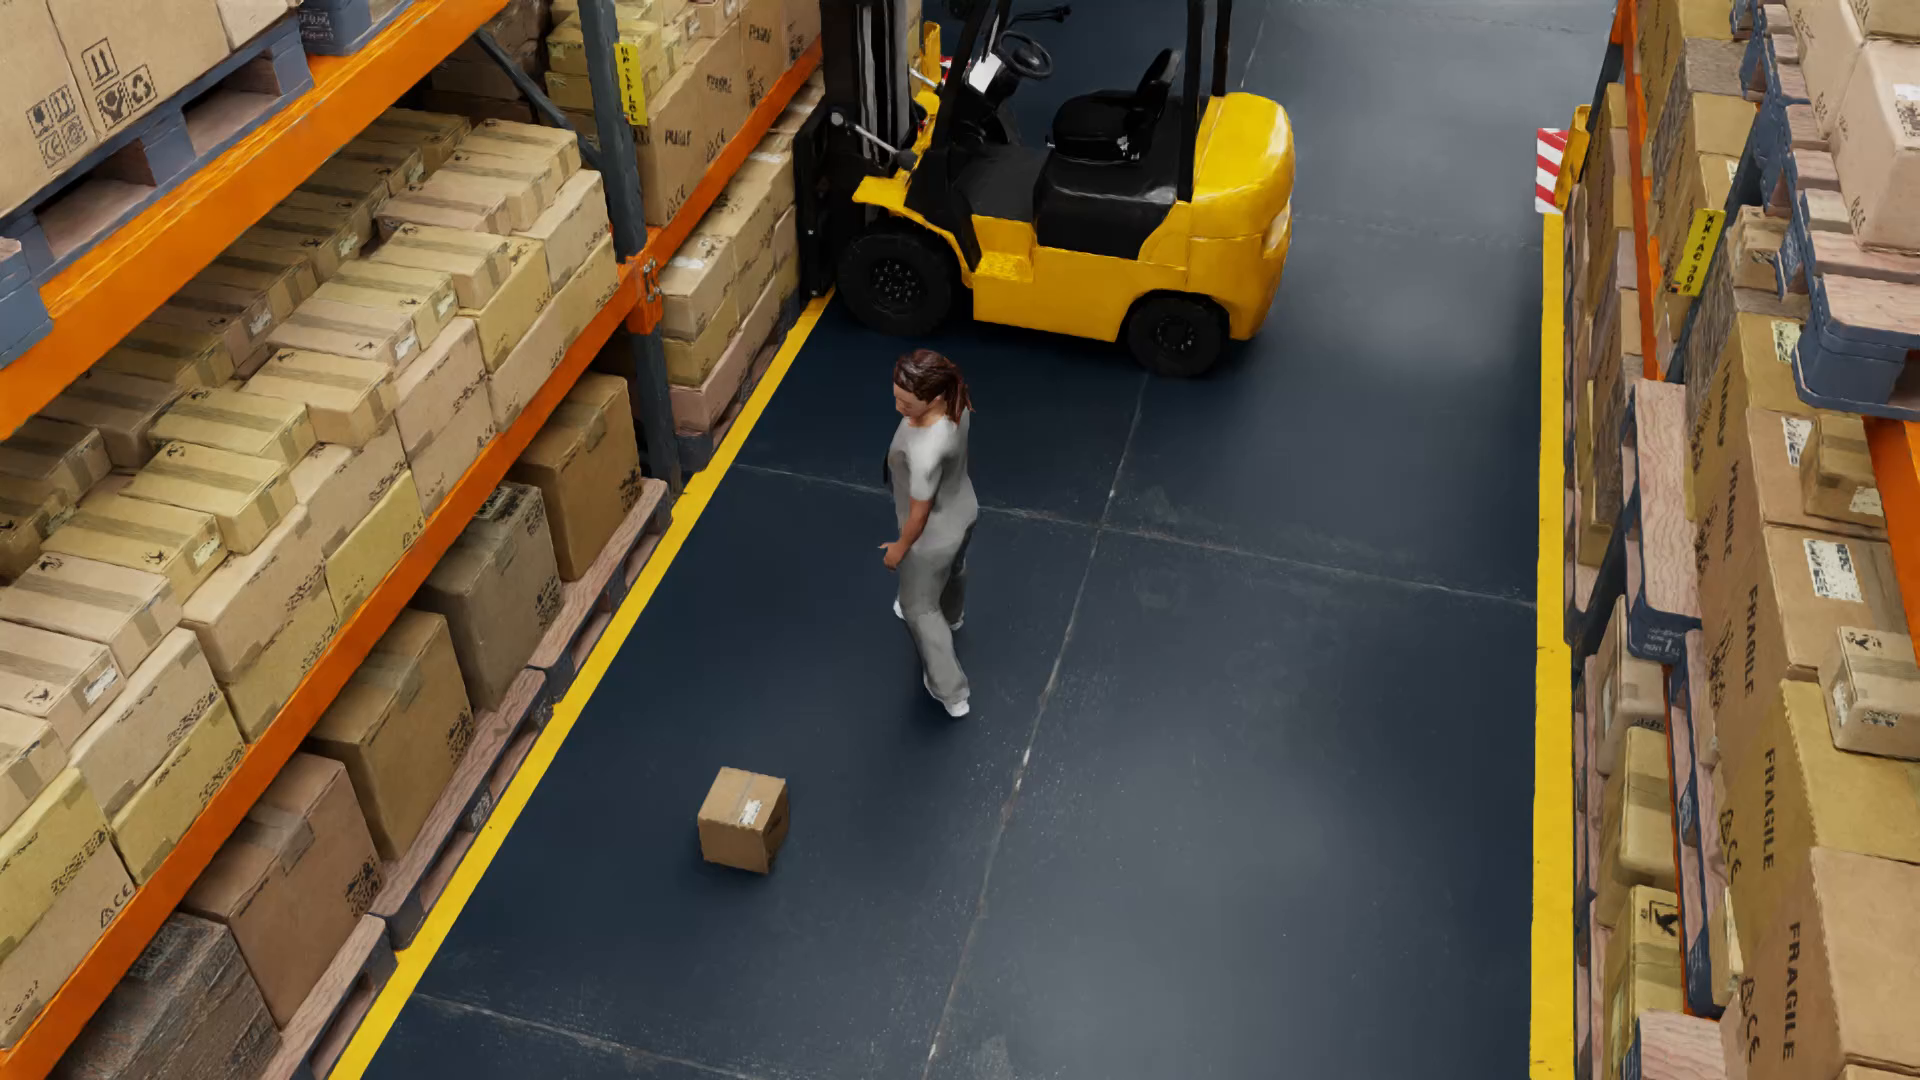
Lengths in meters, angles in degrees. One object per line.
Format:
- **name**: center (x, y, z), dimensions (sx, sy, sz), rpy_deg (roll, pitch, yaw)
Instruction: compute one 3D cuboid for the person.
- **person**: center (-0.127, -0.106, 6.300), dimensions (0.538, 1.663, 0.598), rpy_deg (17, 44, 18)
